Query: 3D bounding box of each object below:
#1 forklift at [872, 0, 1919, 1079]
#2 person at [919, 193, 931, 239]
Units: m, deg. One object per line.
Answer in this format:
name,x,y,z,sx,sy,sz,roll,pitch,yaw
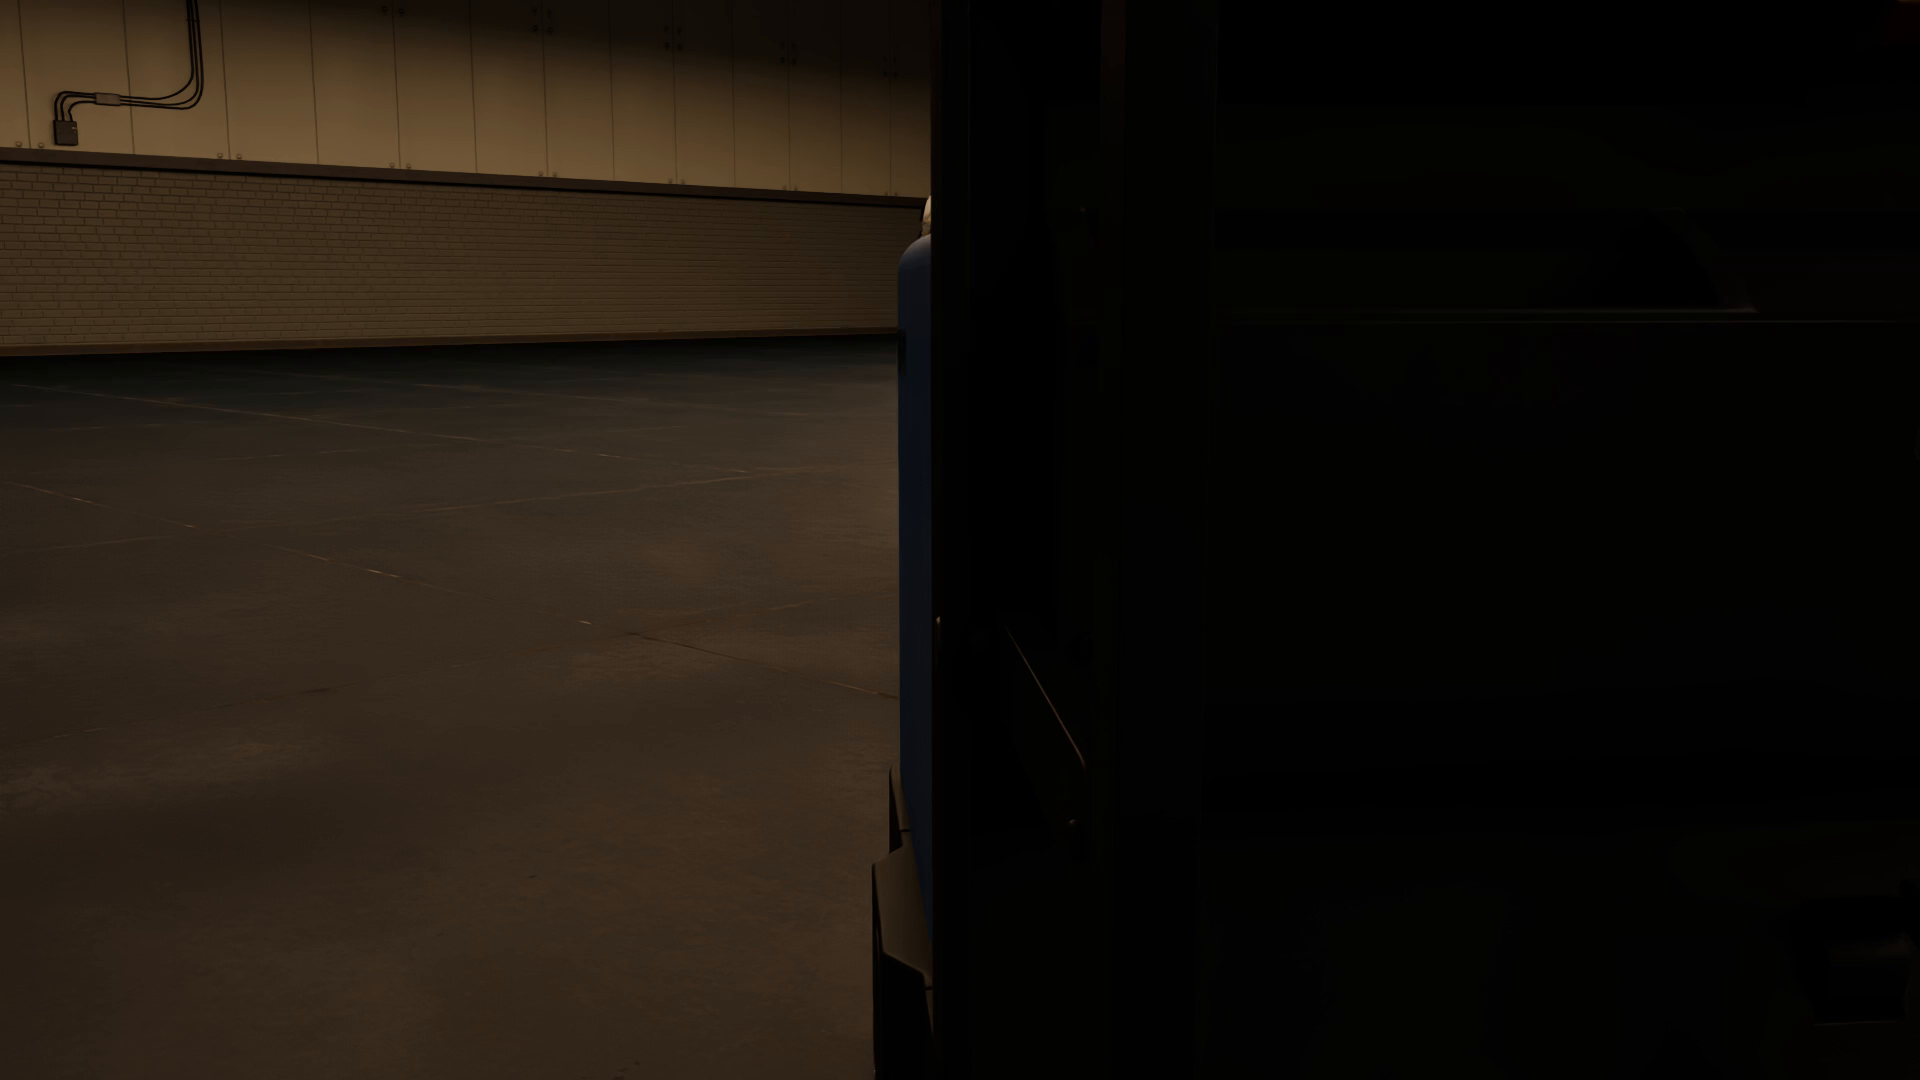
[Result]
forklift,0.544,-0.605,0.891,1.130,2.935,3.031,-1,9,-5
person,-0.045,-0.853,6.642,0.531,1.695,0.588,8,12,43
